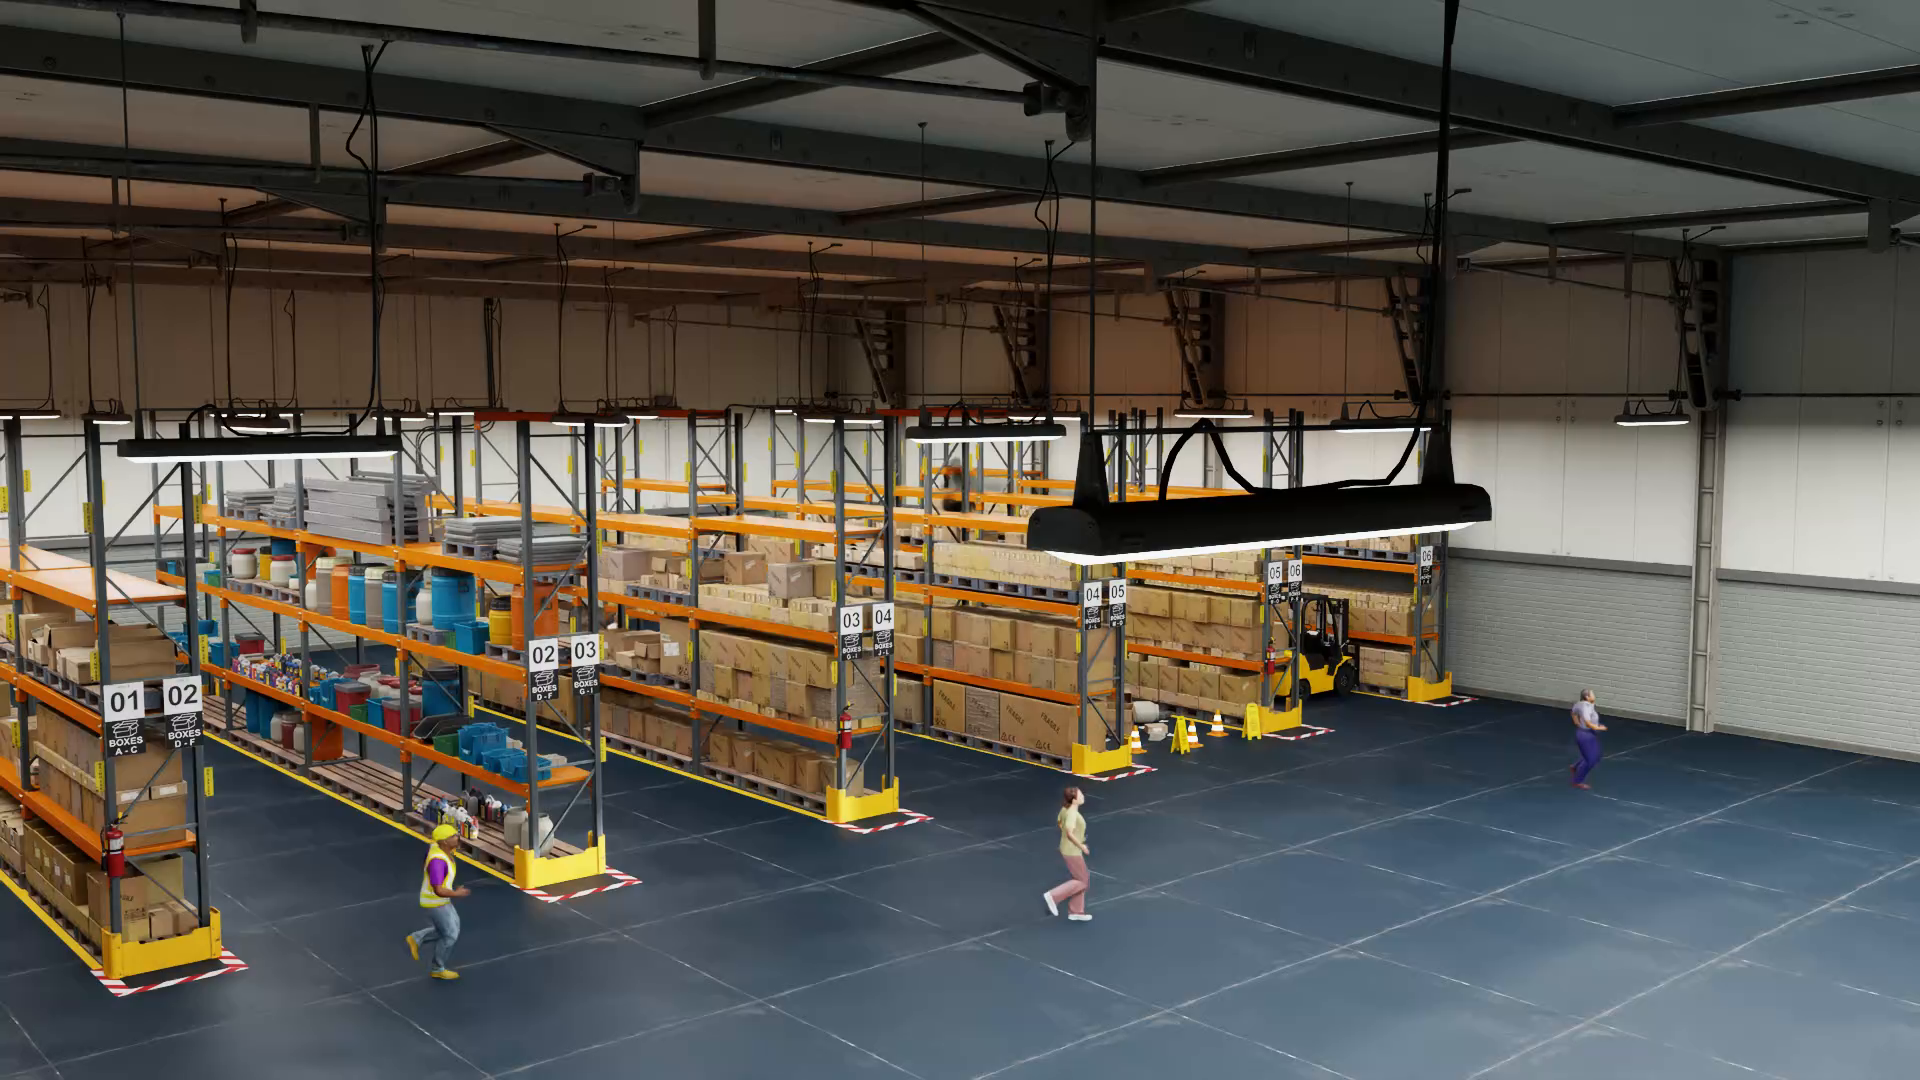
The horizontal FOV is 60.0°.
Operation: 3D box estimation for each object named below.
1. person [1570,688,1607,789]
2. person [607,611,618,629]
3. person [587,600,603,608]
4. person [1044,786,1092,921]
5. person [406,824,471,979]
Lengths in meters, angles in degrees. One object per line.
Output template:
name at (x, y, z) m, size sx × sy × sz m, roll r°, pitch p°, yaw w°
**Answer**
person at (10.106, 3.187, 26.712) m, size 0.522 × 1.605 × 0.657 m, roll 1°, pitch 5°, yaw 11°
person at (-7.225, 2.360, 35.358) m, size 0.590 × 1.739 × 0.658 m, roll 4°, pitch 6°, yaw 35°
person at (-8.930, 1.826, 41.395) m, size 0.687 × 1.850 × 0.742 m, roll 3°, pitch 6°, yaw 32°
person at (1.283, 3.770, 19.995) m, size 0.634 × 1.645 × 0.580 m, roll -1°, pitch 5°, yaw -11°
person at (-5.644, 3.913, 17.981) m, size 0.682 × 1.715 × 0.738 m, roll -1°, pitch 5°, yaw -16°
